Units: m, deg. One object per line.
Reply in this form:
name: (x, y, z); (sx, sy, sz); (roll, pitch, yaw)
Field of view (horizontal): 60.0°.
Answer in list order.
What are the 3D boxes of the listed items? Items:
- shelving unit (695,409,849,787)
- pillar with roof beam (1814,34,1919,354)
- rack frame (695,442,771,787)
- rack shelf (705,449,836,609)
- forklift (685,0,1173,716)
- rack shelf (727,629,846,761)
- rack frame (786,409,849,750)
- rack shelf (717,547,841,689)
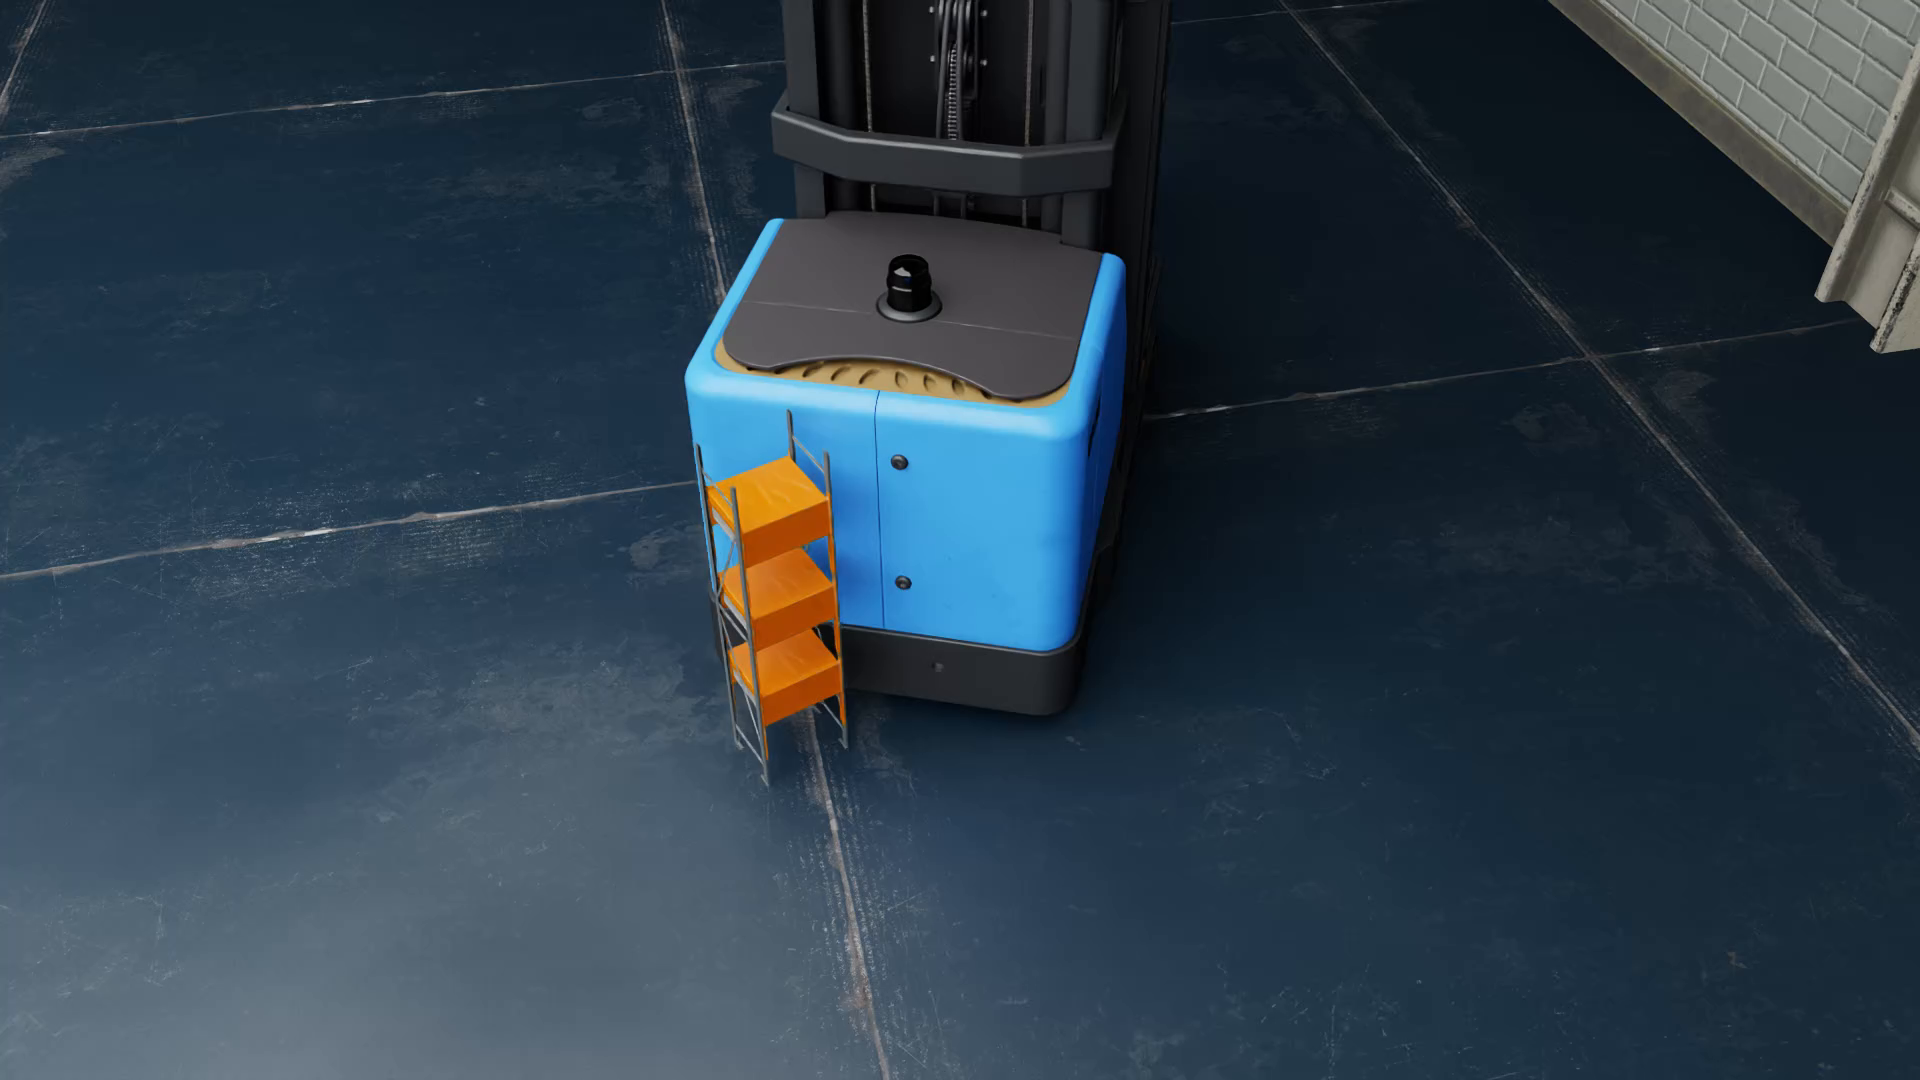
shelving unit: (-0.467, 0.175, 4.262); (0.252, 1.050, 0.215); (-23, 47, -24)
pillar with roof beam: (-0.779, -3.573, 2.496); (9.100, 9.000, 0.400); (-8, 42, -9)
rack frame: (-0.569, 0.219, 4.212); (0.008, 1.050, 0.200); (-23, 47, -24)
rack shelf: (-0.467, -0.029, 4.080); (0.240, 0.259, 0.215); (-23, 47, -24)
forklift: (0.091, -1.598, 4.842); (1.130, 2.935, 3.031); (8, 42, 8)
rack shelf: (-0.467, 0.391, 4.453); (0.240, 0.259, 0.215); (-23, 47, -24)
rack frame: (-0.364, 0.132, 4.311); (0.008, 1.050, 0.200); (-23, 47, -24)
rack shelf: (-0.467, 0.183, 4.269); (0.240, 0.259, 0.215); (-23, 47, -24)
